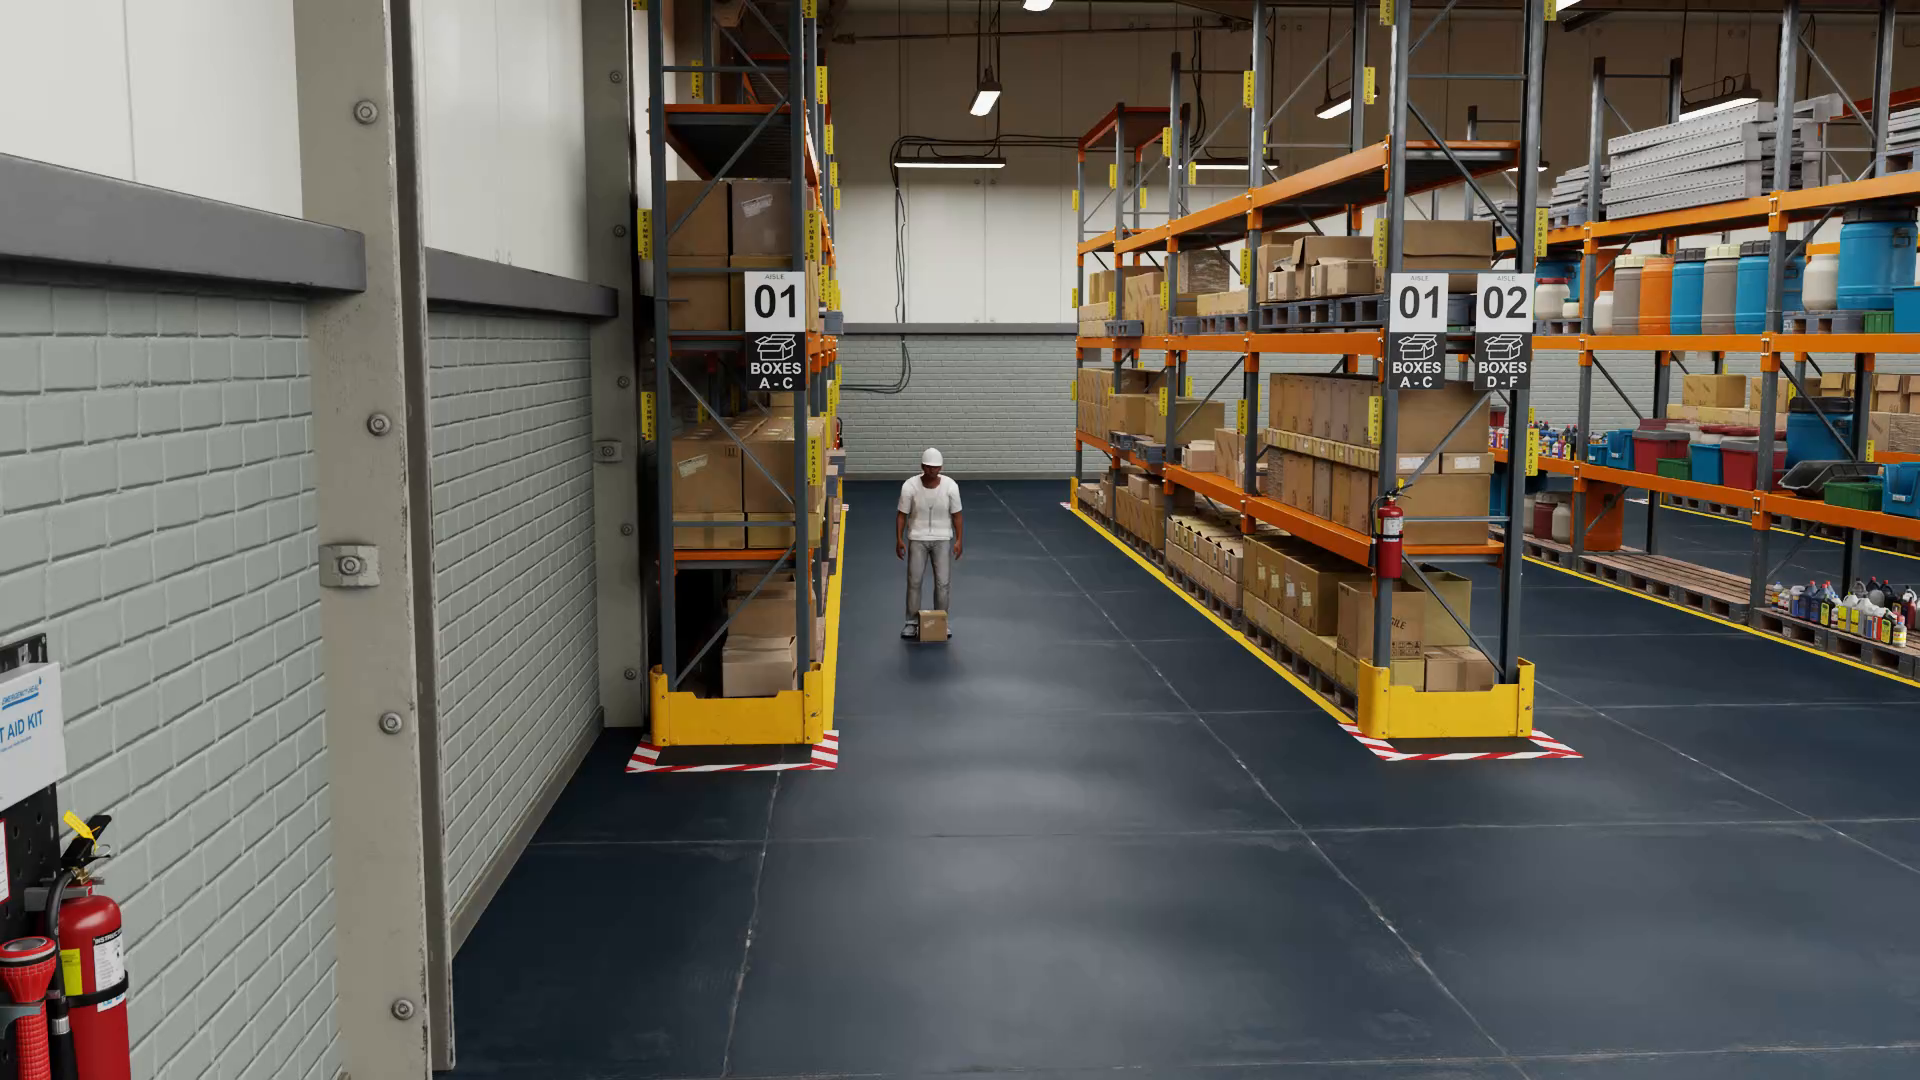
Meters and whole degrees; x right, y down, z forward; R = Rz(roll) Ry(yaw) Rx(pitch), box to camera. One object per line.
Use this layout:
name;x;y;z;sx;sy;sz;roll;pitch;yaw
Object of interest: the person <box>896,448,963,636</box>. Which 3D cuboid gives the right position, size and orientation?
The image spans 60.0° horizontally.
person;-0.286;0.017;15.520;0.627;1.760;0.459;0;7;-3
